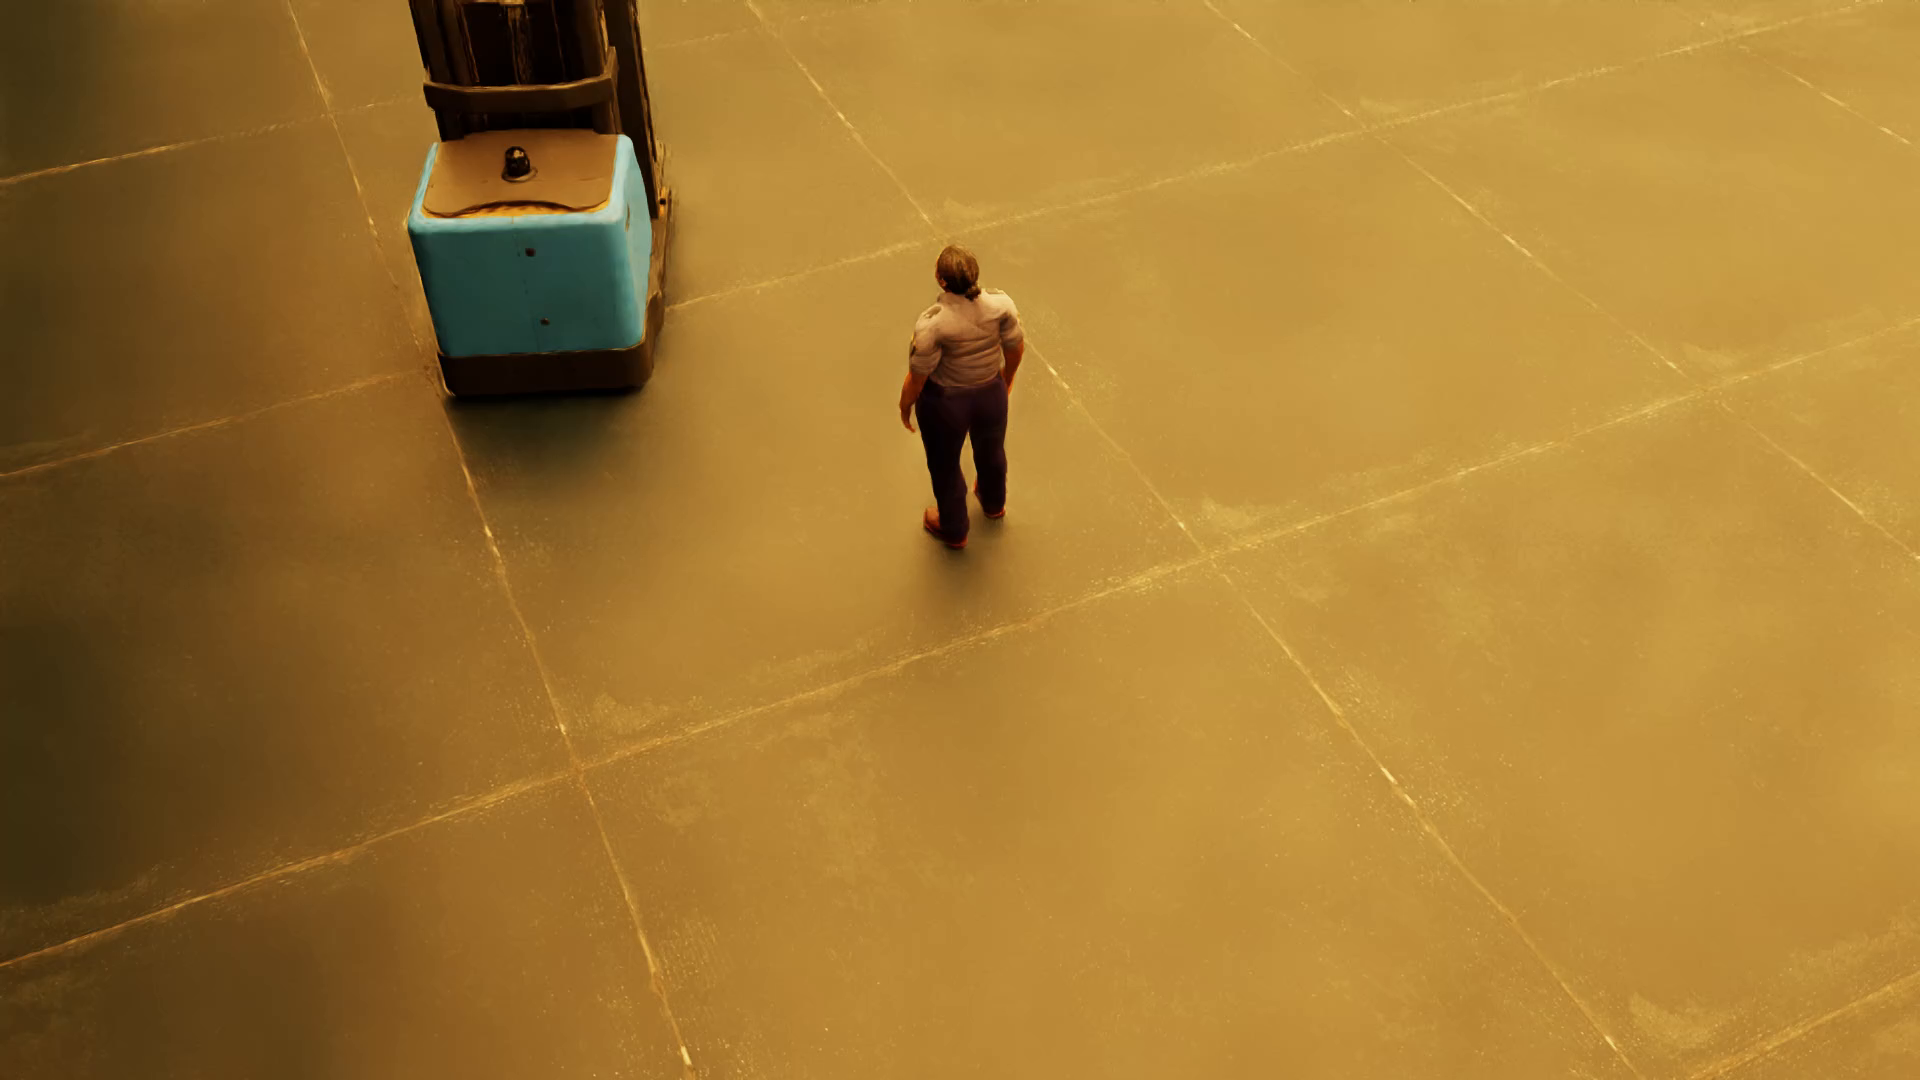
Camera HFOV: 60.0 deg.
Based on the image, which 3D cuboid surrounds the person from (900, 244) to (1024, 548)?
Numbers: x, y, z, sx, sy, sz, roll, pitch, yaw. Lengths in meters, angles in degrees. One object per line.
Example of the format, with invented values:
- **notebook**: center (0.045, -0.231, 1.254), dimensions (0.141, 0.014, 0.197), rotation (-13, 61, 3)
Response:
- **person**: center (-0.017, -0.666, 7.332), dimensions (0.599, 1.640, 0.502), rotation (-18, 46, -18)

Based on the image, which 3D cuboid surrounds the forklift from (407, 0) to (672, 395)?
- **forklift**: center (-2.248, -2.813, 8.694), dimensions (1.130, 2.935, 3.031), rotation (-3, 43, -4)
